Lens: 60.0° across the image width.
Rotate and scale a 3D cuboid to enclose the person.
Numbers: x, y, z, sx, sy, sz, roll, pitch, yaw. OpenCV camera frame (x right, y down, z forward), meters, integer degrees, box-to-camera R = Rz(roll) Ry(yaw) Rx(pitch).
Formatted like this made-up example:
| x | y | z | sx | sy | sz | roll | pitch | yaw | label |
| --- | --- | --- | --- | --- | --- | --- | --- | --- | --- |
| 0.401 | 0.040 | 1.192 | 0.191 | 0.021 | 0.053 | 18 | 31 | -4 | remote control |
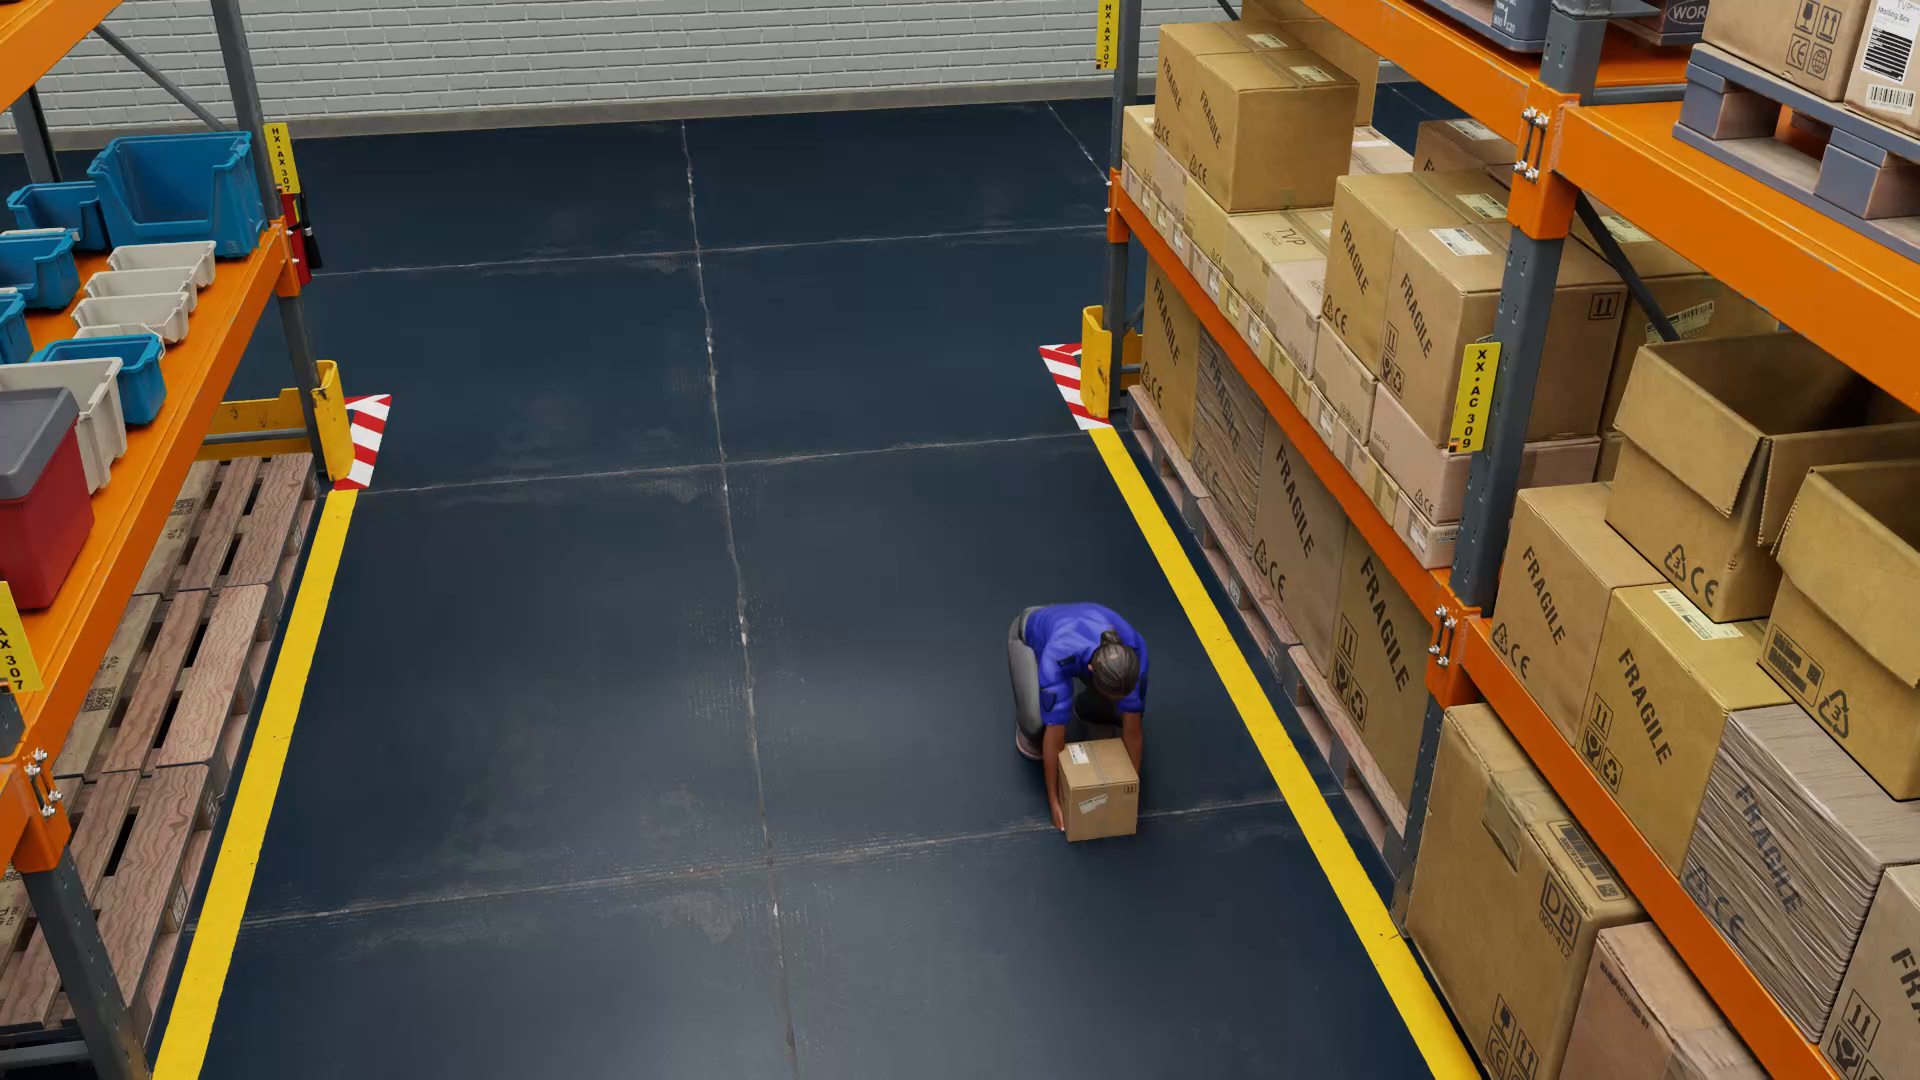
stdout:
| x | y | z | sx | sy | sz | roll | pitch | yaw | label |
| --- | --- | --- | --- | --- | --- | --- | --- | --- | --- |
| 0.437 | 0.554 | 6.169 | 0.470 | 0.810 | 0.833 | -6 | 31 | -10 | person |
